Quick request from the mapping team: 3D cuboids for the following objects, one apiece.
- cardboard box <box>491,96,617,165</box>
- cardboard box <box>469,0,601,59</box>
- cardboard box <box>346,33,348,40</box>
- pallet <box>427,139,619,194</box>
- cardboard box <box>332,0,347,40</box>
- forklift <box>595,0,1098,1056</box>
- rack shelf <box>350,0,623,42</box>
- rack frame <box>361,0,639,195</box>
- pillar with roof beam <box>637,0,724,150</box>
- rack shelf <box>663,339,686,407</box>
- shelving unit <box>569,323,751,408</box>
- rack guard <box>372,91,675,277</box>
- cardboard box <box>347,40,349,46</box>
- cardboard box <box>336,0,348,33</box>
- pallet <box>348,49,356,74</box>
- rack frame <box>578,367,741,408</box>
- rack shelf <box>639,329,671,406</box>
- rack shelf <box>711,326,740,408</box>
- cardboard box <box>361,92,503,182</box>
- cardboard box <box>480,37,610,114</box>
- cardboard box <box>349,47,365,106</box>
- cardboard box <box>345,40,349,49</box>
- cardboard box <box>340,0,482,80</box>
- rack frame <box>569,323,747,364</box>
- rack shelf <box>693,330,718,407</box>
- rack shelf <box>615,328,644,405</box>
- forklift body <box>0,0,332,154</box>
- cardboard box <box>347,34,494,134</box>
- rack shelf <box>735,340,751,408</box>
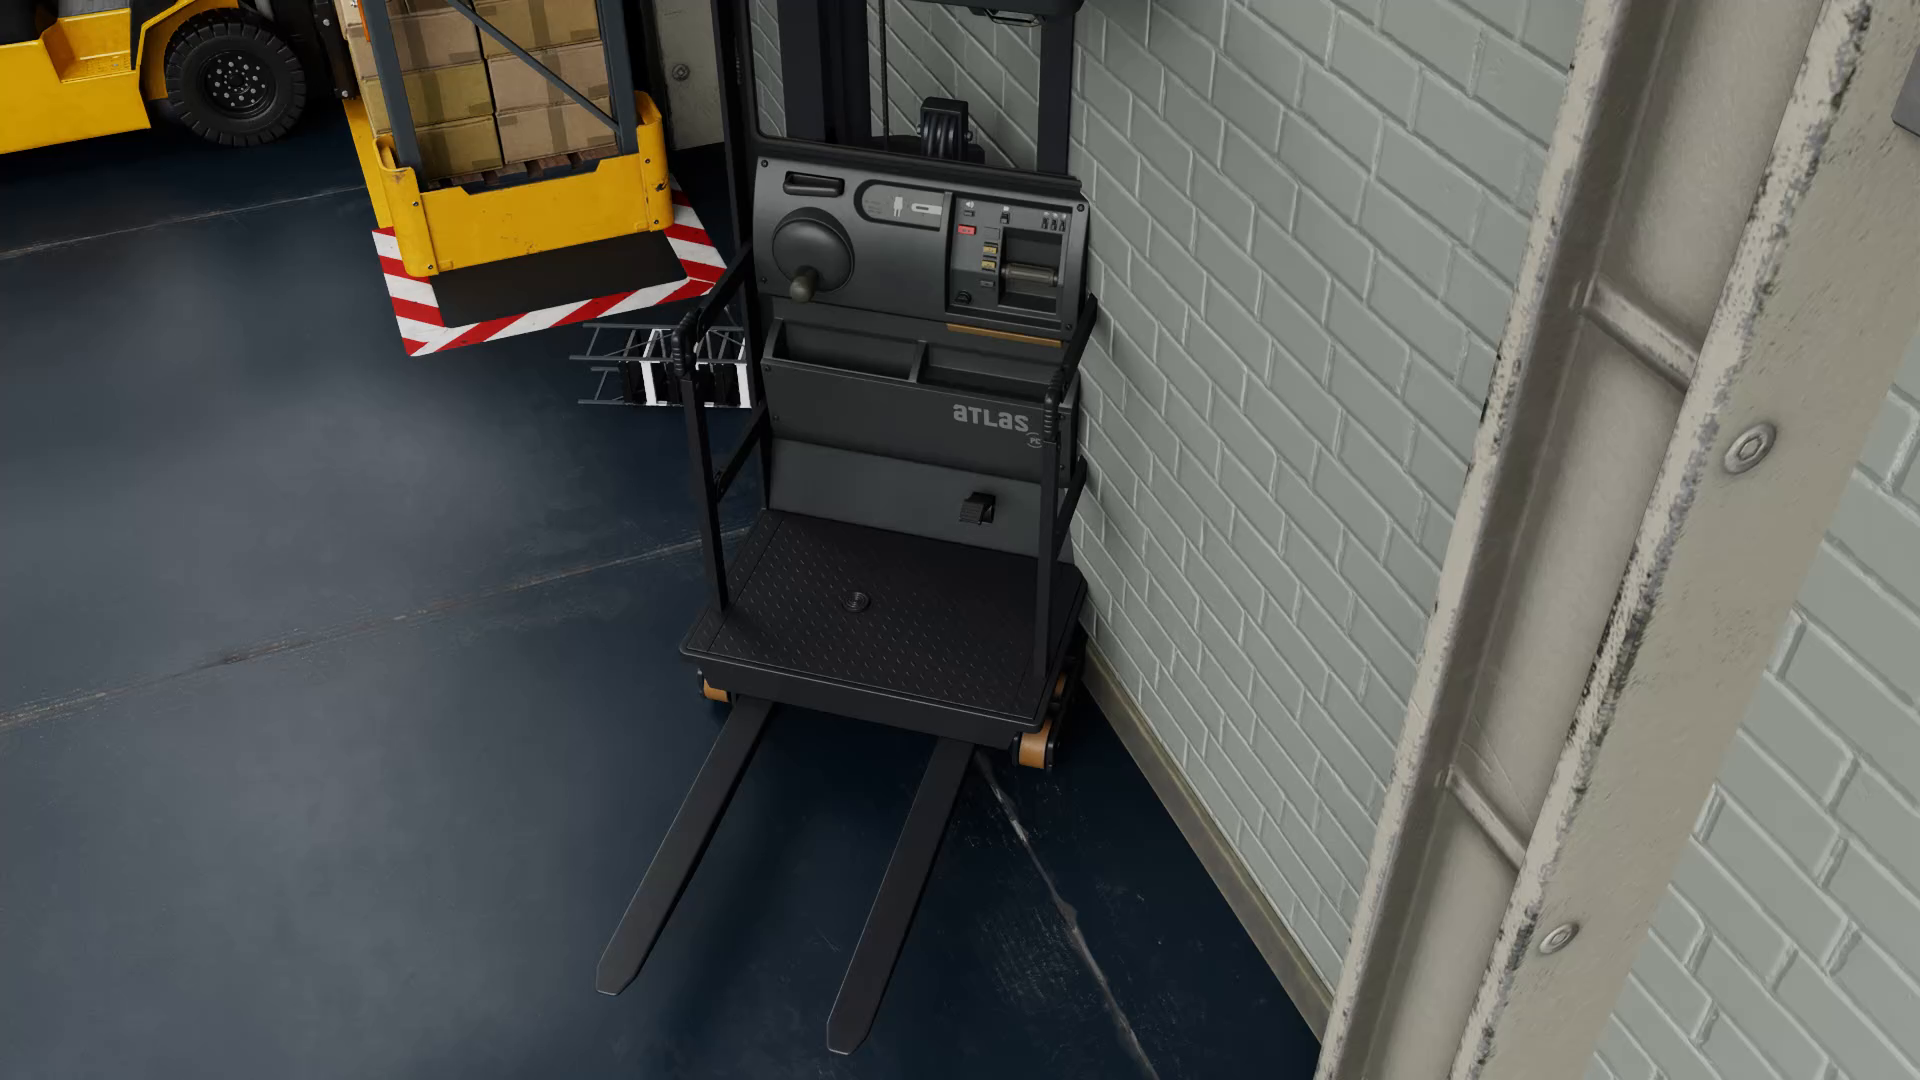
[{"bbox_3d":[-1.872,-1.962,7.518,0.500,0.250,0.500,-15,43,-17],"label":"cardboard box"},{"bbox_3d":[-1.873,-2.334,7.183,0.500,0.250,0.500,-16,43,-18],"label":"cardboard box"},{"bbox_3d":[-2.521,-2.327,7.559,0.500,0.250,0.500,-16,43,-17],"label":"cardboard box"},{"bbox_3d":[-2.196,-1.894,7.790,1.003,0.211,1.213,-15,43,-17],"label":"pallet"},{"bbox_3d":[-2.738,-2.633,7.915,0.500,0.250,0.500,-16,43,-18],"label":"cardboard box"},{"bbox_3d":[-0.171,-0.719,4.338,1.130,2.935,3.031,10,42,12],"label":"forklift"},{"bbox_3d":[-2.630,-3.433,7.993,1.077,0.370,4.000,-15,43,-17],"label":"rack shelf"},{"bbox_3d":[-1.864,-2.501,6.358,1.000,3.000,0.127,-15,43,-17],"label":"rack frame"},{"bbox_3d":[-5.276,-4.346,3.902,9.100,9.000,0.400,-15,43,-17],"label":"pillar with roof beam"},{"bbox_3d":[-1.061,-0.666,6.359,0.077,0.200,0.258,2,41,3],"label":"rack shelf"},{"bbox_3d":[-1.004,-0.665,6.356,0.900,0.210,0.258,2,41,3],"label":"shelving unit"},{"bbox_3d":[-1.855,-1.539,7.156,1.175,0.500,0.348,-15,43,-17],"label":"rack guard"},{"bbox_3d":[-2.701,-2.427,8.059,0.500,0.250,0.500,-15,43,-16],"label":"cardboard box"},{"bbox_3d":[-2.530,-2.503,7.379,0.500,0.250,0.500,-14,43,-16],"label":"cardboard box"},{"bbox_3d":[-2.659,-2.628,8.644,1.003,0.211,1.213,-15,43,-17],"label":"pallet"},{"bbox_3d":[-1.004,-0.588,6.422,0.900,0.006,0.240,2,41,3],"label":"rack frame"},{"bbox_3d":[-1.151,-0.669,6.363,0.077,0.200,0.258,2,41,3],"label":"rack shelf"},{"bbox_3d":[-0.881,-0.661,6.350,0.077,0.200,0.258,2,41,3],"label":"rack shelf"},{"bbox_3d":[-2.336,-1.822,7.355,0.500,0.250,0.500,-15,43,-17],"label":"cardboard box"},{"bbox_3d":[-1.852,-2.142,7.344,0.500,0.250,0.500,-14,43,-16],"label":"cardboard box"},{"bbox_3d":[-2.518,-2.124,7.706,0.500,0.250,0.500,-15,43,-17],"label":"cardboard box"},{"bbox_3d":[-2.920,-2.735,8.416,0.500,0.250,0.500,-14,43,-16],"label":"cardboard box"},{"bbox_3d":[-2.329,-2.196,7.023,0.500,0.250,0.500,-14,43,-15],"label":"cardboard box"},{"bbox_3d":[-1.005,-0.742,6.290,0.900,0.006,0.240,2,41,3],"label":"rack frame"},{"bbox_3d":[-0.971,-0.664,6.354,0.077,0.200,0.258,2,41,3],"label":"rack shelf"},{"bbox_3d":[-1.241,-0.672,6.368,0.077,0.200,0.258,2,41,3],"label":"rack shelf"},{"bbox_3d":[-4.276,-2.866,7.434,2.313,2.155,1.214,-15,43,-17],"label":"forklift body"},{"bbox_3d":[-2.340,-2.022,7.205,0.500,0.250,0.500,-16,43,-17],"label":"cardboard box"},{"bbox_3d":[-0.791,-0.658,6.345,0.077,0.200,0.258,2,41,3],"label":"rack shelf"}]
